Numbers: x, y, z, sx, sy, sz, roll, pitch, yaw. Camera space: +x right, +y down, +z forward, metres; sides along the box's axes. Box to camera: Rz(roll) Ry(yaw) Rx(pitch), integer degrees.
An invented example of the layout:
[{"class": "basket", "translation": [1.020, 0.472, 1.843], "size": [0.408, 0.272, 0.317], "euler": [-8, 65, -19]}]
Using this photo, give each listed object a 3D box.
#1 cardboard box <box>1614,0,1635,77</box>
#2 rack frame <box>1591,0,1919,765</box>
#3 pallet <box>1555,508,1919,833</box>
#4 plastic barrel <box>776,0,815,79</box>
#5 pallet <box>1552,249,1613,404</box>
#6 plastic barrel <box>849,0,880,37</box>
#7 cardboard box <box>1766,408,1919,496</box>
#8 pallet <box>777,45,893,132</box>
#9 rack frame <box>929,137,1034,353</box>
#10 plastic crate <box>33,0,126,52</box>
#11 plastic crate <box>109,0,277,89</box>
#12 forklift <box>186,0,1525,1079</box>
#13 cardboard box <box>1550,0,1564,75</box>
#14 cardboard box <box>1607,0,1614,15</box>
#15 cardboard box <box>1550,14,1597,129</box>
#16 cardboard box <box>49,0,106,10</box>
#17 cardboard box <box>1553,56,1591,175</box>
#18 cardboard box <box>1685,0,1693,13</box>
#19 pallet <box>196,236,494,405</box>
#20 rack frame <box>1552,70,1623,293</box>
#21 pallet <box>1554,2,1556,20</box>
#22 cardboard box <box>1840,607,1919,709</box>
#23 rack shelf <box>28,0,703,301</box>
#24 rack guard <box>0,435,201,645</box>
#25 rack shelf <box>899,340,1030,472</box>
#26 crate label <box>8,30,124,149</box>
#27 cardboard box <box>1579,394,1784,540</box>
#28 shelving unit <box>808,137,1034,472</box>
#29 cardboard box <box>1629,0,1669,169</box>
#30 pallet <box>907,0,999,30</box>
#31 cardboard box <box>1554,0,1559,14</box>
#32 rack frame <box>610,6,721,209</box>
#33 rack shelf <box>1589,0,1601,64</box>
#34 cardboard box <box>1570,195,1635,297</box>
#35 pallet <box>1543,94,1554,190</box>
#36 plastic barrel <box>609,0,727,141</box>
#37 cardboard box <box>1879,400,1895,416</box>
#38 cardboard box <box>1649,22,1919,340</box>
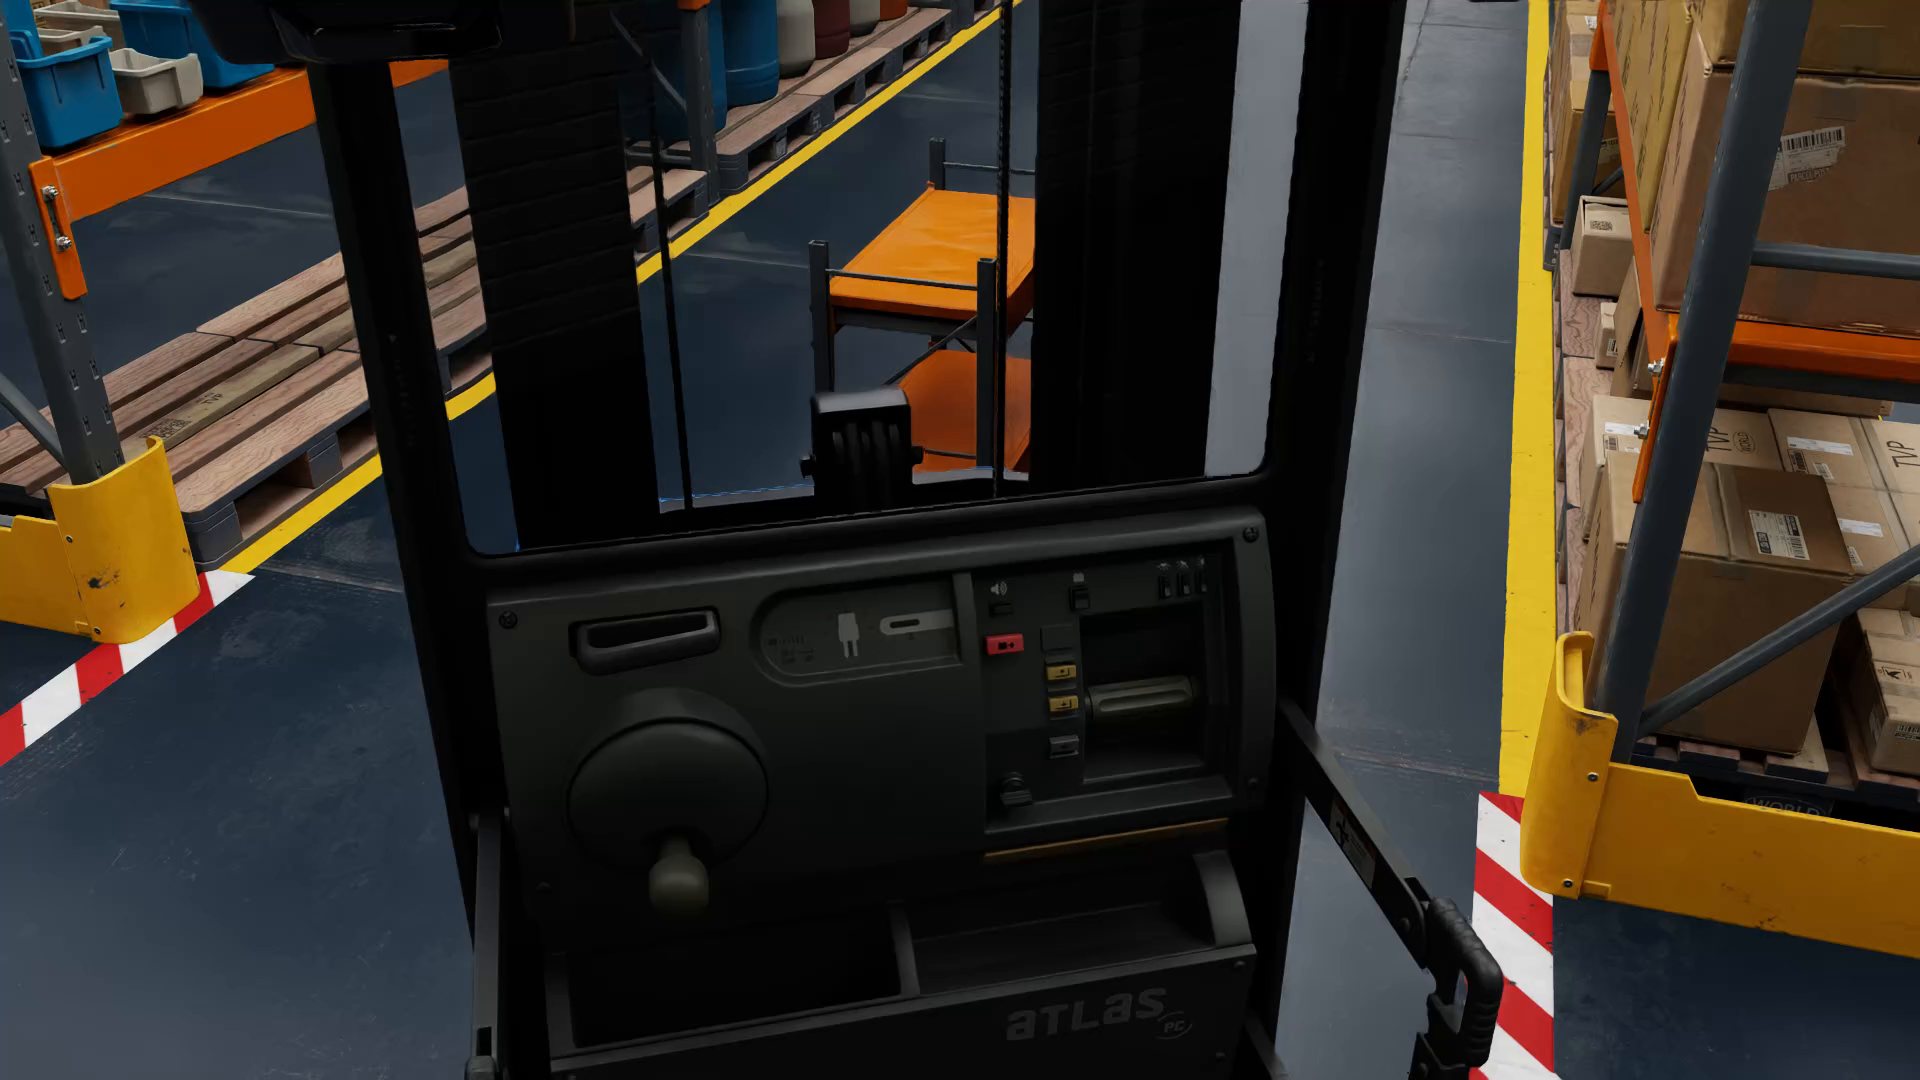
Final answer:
[{"class": "cardboard box", "translation": [2.340, -1.707, 5.130], "size": [0.500, 0.500, 0.500], "euler": [8, 30, 15]}, {"class": "rack frame", "translation": [1.872, -0.473, 3.015], "size": [1.000, 3.000, 0.127], "euler": [8, 30, 15]}, {"class": "pallet", "translation": [2.127, 0.340, 4.422], "size": [1.003, 0.211, 1.213], "euler": [8, 30, 15]}, {"class": "plastic barrel", "translation": [-1.053, -2.966, 9.623], "size": [0.421, 0.512, 0.421], "euler": [0, 29, 0]}, {"class": "pallet", "translation": [2.844, -0.794, 6.461], "size": [1.003, 0.211, 1.213], "euler": [8, 30, 15]}, {"class": "plastic barrel", "translation": [-0.722, -3.491, 10.566], "size": [0.421, 0.512, 0.421], "euler": [0, 29, 0]}, {"class": "cardboard box", "translation": [2.596, -0.141, 4.793], "size": [0.500, 0.250, 0.500], "euler": [8, 30, 15]}, {"class": "pallet", "translation": [-1.065, -2.743, 9.964], "size": [1.003, 0.211, 1.213], "euler": [8, 30, 15]}, {"class": "rack frame", "translation": [0.147, -0.725, 5.396], "size": [0.500, 1.125, 0.032], "euler": [8, 30, 15]}, {"class": "plastic crate", "translation": [-2.697, -1.630, 5.304], "size": [0.396, 0.136, 0.243], "euler": [8, 30, 15]}, {"class": "plastic crate", "translation": [-2.282, -1.508, 4.986], "size": [0.416, 0.233, 0.300], "euler": [8, 30, 15]}, {"class": "forklift", "translation": [-0.020, 0.245, 1.794], "size": [1.130, 2.935, 3.031], "euler": [-6, 30, -11]}, {"class": "cardboard box", "translation": [3.665, -2.876, 9.453], "size": [0.500, 0.500, 0.500], "euler": [7, 30, 13]}, {"class": "cardboard box", "translation": [2.636, -2.178, 5.976], "size": [0.500, 0.500, 0.500], "euler": [9, 30, 16]}, {"class": "cardboard box", "translation": [3.365, -2.400, 8.598], "size": [0.500, 0.500, 0.500], "euler": [7, 30, 13]}, {"class": "cardboard box", "translation": [-5.993, -3.718, 10.601], "size": [1.225, 0.875, 0.875], "euler": [7, 30, 13]}, {"class": "cardboard box", "translation": [3.070, -1.930, 7.753], "size": [0.500, 0.500, 0.500], "euler": [9, 30, 15]}, {"class": "cardboard box", "translation": [1.887, -1.435, 3.612], "size": [0.500, 0.500, 0.500], "euler": [9, 30, 16]}, {"class": "pallet", "translation": [-2.223, -0.906, 6.661], "size": [1.003, 0.211, 1.213], "euler": [8, 30, 15]}, {"class": "rack frame", "translation": [3.046, -2.332, 6.356], "size": [1.000, 3.000, 0.127], "euler": [8, 30, 15]}, {"class": "pallet", "translation": [4.859, -3.914, 12.069], "size": [1.003, 0.211, 1.213], "euler": [8, 30, 15]}, {"class": "cardboard box", "translation": [2.397, 0.311, 4.067], "size": [0.380, 0.166, 0.250], "euler": [8, 30, 15]}, {"class": "rack shelf", "translation": [-2.275, -1.797, 6.134], "size": [1.077, 0.370, 4.000], "euler": [8, 30, 15]}, {"class": "rack guard", "translation": [-2.857, -0.076, 4.873], "size": [1.175, 0.500, 0.348], "euler": [8, 30, 15]}, {"class": "rack shelf", "translation": [-0.002, -0.275, 5.090], "size": [0.538, 0.278, 1.000], "euler": [8, 30, 15]}, {"class": "crate label", "translation": [-2.475, -1.202, 4.436], "size": [0.416, 0.233, 0.303], "euler": [8, 30, 15]}, {"class": "cardboard box", "translation": [2.104, -0.189, 4.879], "size": [0.500, 0.250, 0.500], "euler": [8, 30, 15]}, {"class": "shelving unit", "translation": [-0.002, -0.488, 4.971], "size": [0.538, 1.125, 1.048], "euler": [8, 30, 15]}, {"class": "cardboard box", "translation": [2.044, -1.236, 4.284], "size": [0.500, 0.500, 0.500], "euler": [9, 30, 15]}, {"class": "pallet", "translation": [-0.249, -4.035, 12.286], "size": [1.003, 0.211, 1.213], "euler": [8, 30, 15]}, {"class": "cardboard box", "translation": [4.289, -3.692, 11.198], "size": [0.500, 0.250, 0.500], "euler": [8, 30, 14]}, {"class": "rack frame", "translation": [-1.688, -3.040, 7.630], "size": [1.000, 3.000, 0.127], "euler": [8, 30, 15]}, {"class": "rack shelf", "translation": [3.633, -2.947, 8.202], "size": [1.077, 0.370, 4.000], "euler": [8, 30, 15]}, {"class": "cardboard box", "translation": [2.716, -1.185, 6.608], "size": [0.500, 0.311, 0.500], "euler": [8, 30, 15]}, {"class": "pallet", "translation": [3.605, -2.065, 8.746], "size": [1.003, 0.211, 1.213], "euler": [8, 30, 15]}, {"class": "plastic barrel", "translation": [-1.512, -2.557, 8.488], "size": [0.600, 0.901, 0.708], "euler": [8, 30, 15]}, {"class": "cardboard box", "translation": [2.930, -0.695, 5.728], "size": [0.500, 0.311, 0.500], "euler": [8, 30, 15]}, {"class": "cardboard box", "translation": [1.743, -0.764, 3.434], "size": [0.500, 0.500, 0.500], "euler": [9, 30, 16]}]
